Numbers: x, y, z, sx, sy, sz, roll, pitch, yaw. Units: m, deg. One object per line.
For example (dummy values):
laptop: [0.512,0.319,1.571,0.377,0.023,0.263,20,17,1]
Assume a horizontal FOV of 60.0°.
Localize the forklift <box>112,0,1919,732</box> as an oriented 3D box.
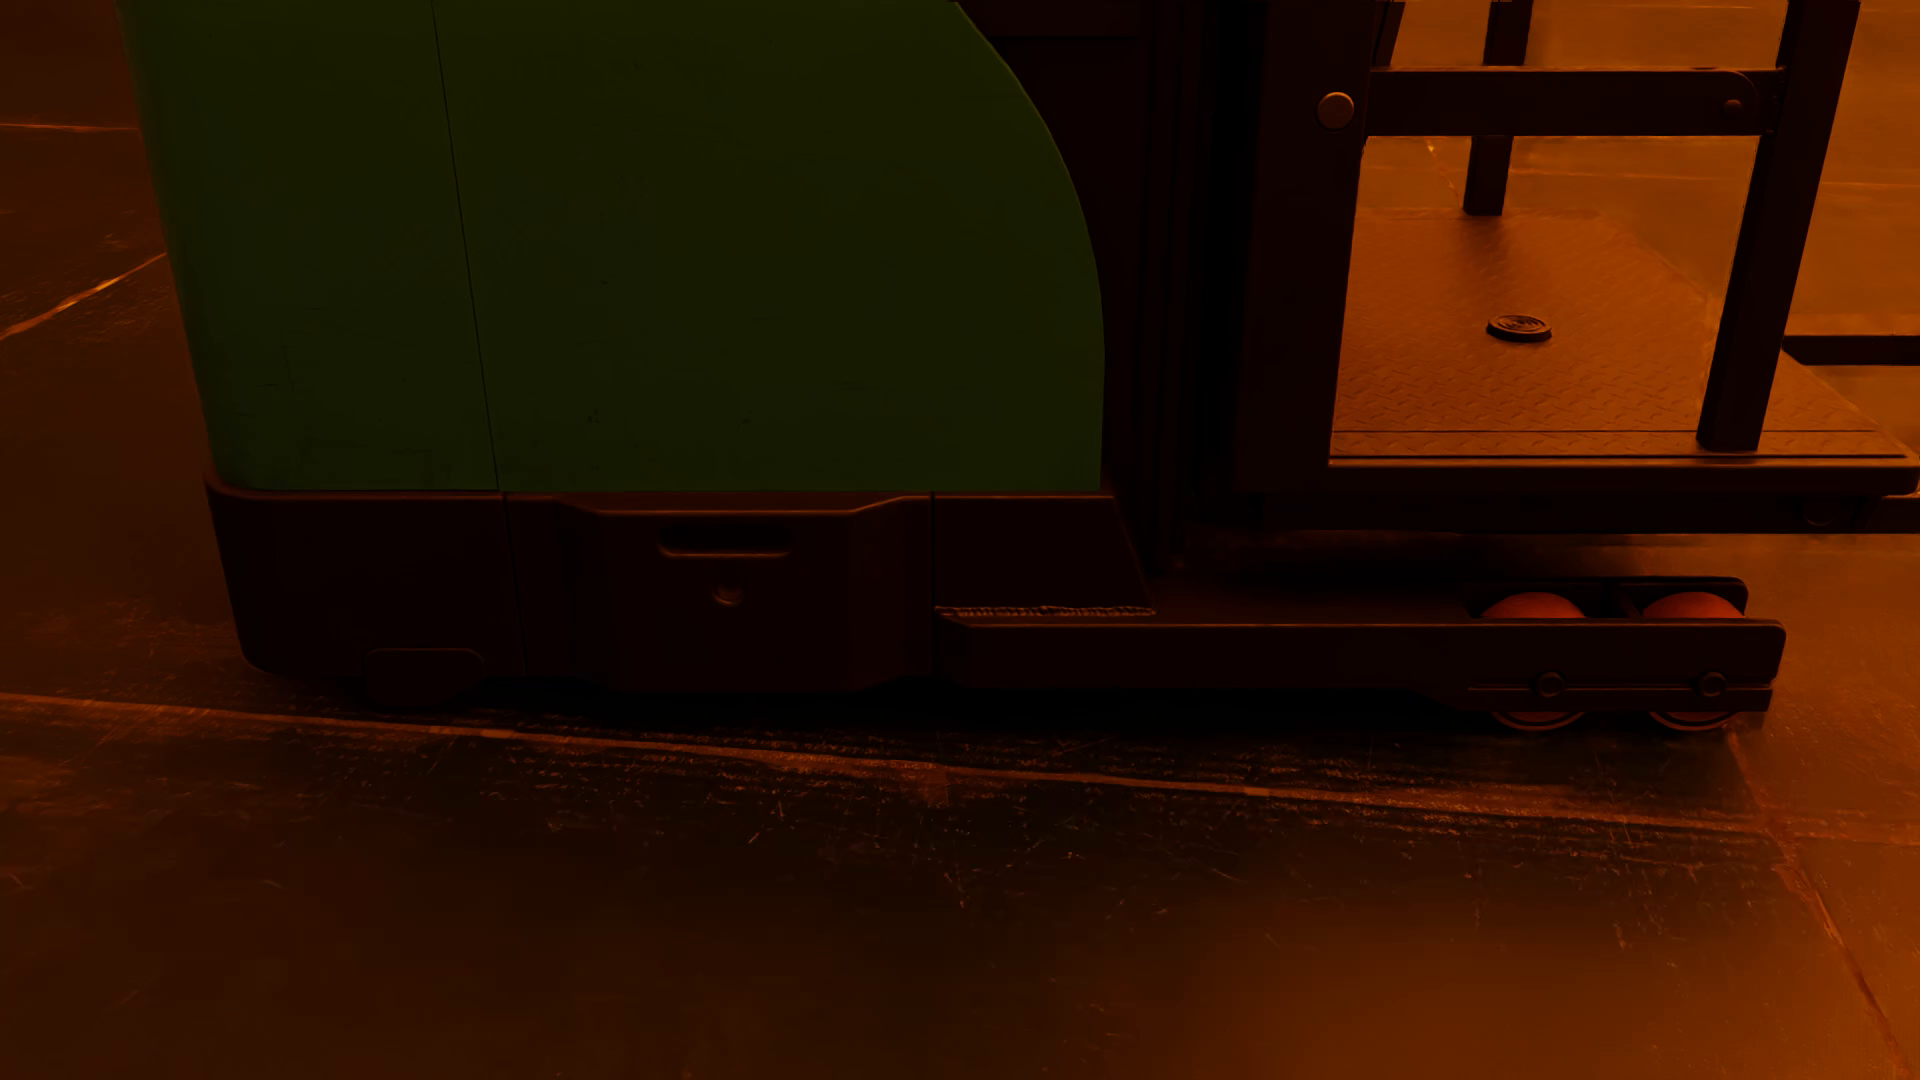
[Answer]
forklift: [0.613,-1.317,1.856,3.031,2.935,1.130,0,27,0]
